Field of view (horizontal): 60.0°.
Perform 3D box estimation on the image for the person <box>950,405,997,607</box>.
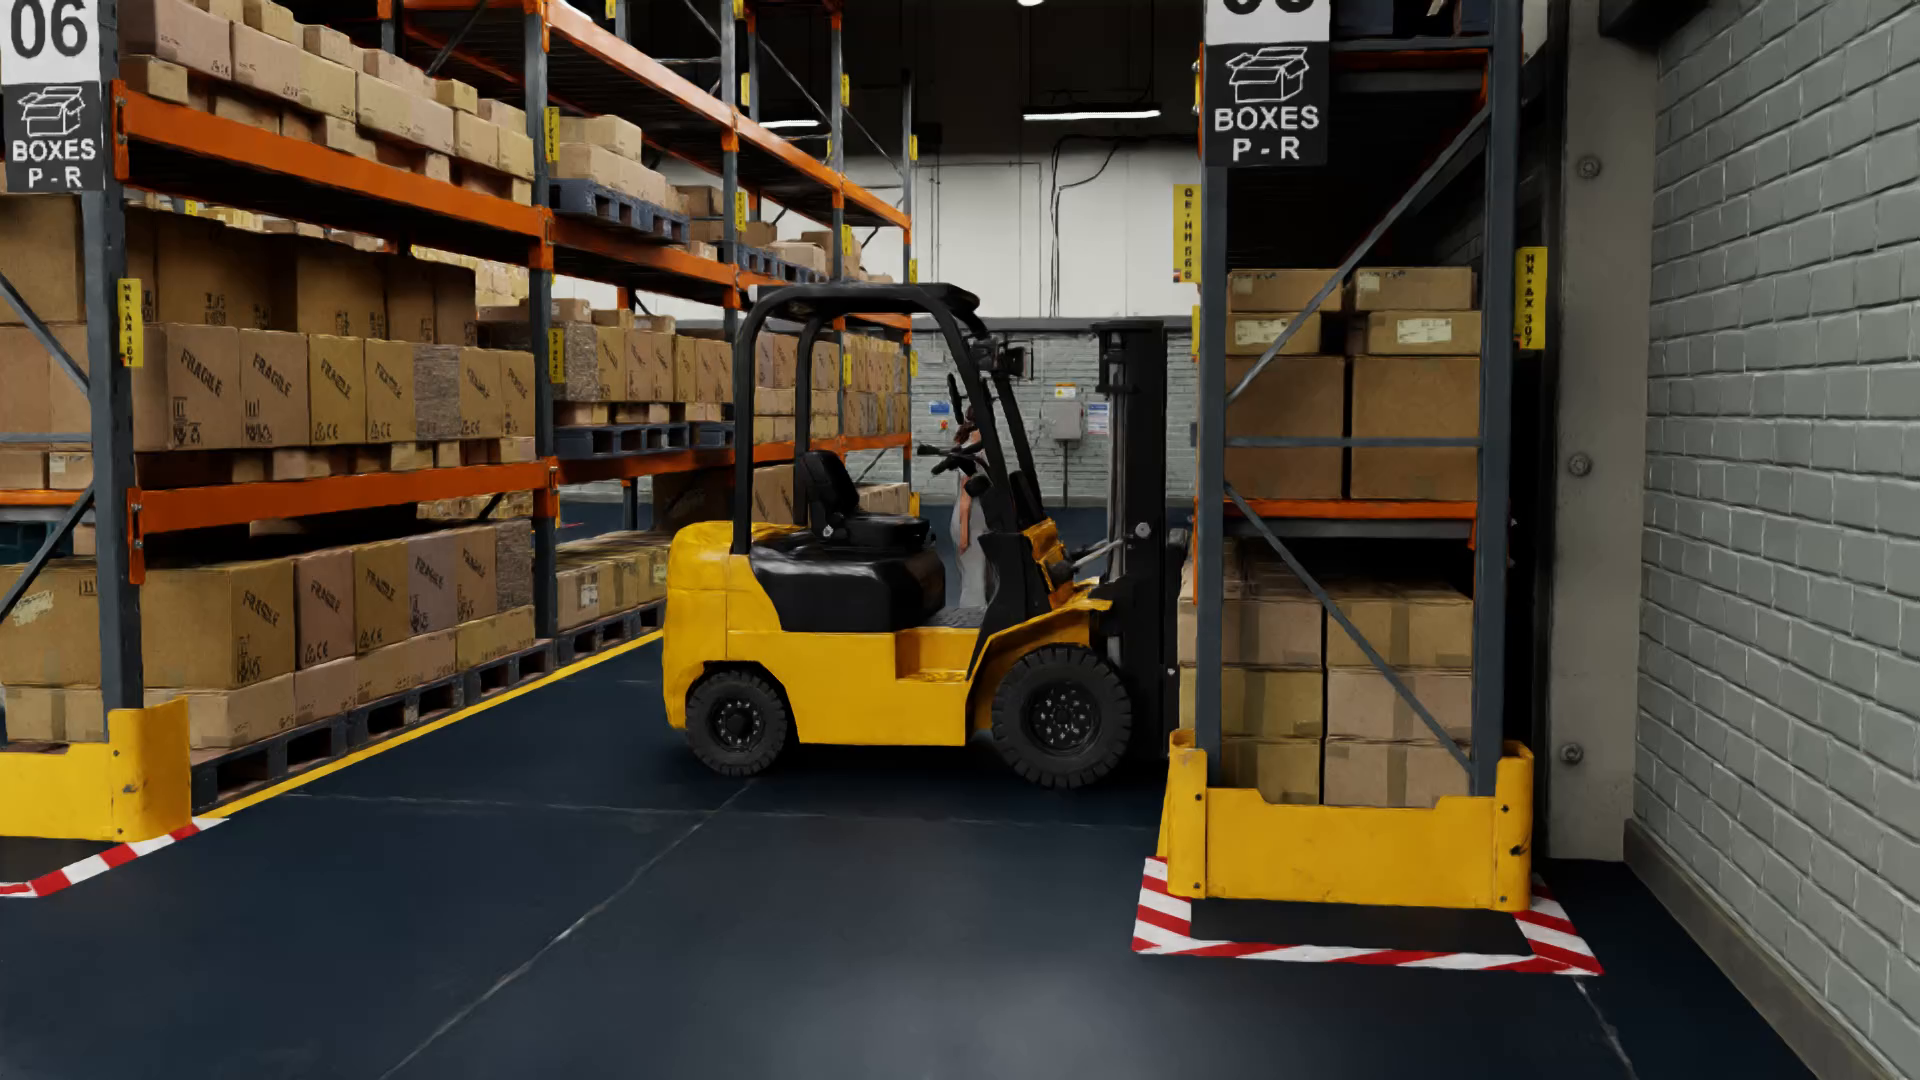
[{"bbox_3d":[0.138,-0.031,10.518,0.538,1.647,0.598,2,5,18],"label":"person"}]
